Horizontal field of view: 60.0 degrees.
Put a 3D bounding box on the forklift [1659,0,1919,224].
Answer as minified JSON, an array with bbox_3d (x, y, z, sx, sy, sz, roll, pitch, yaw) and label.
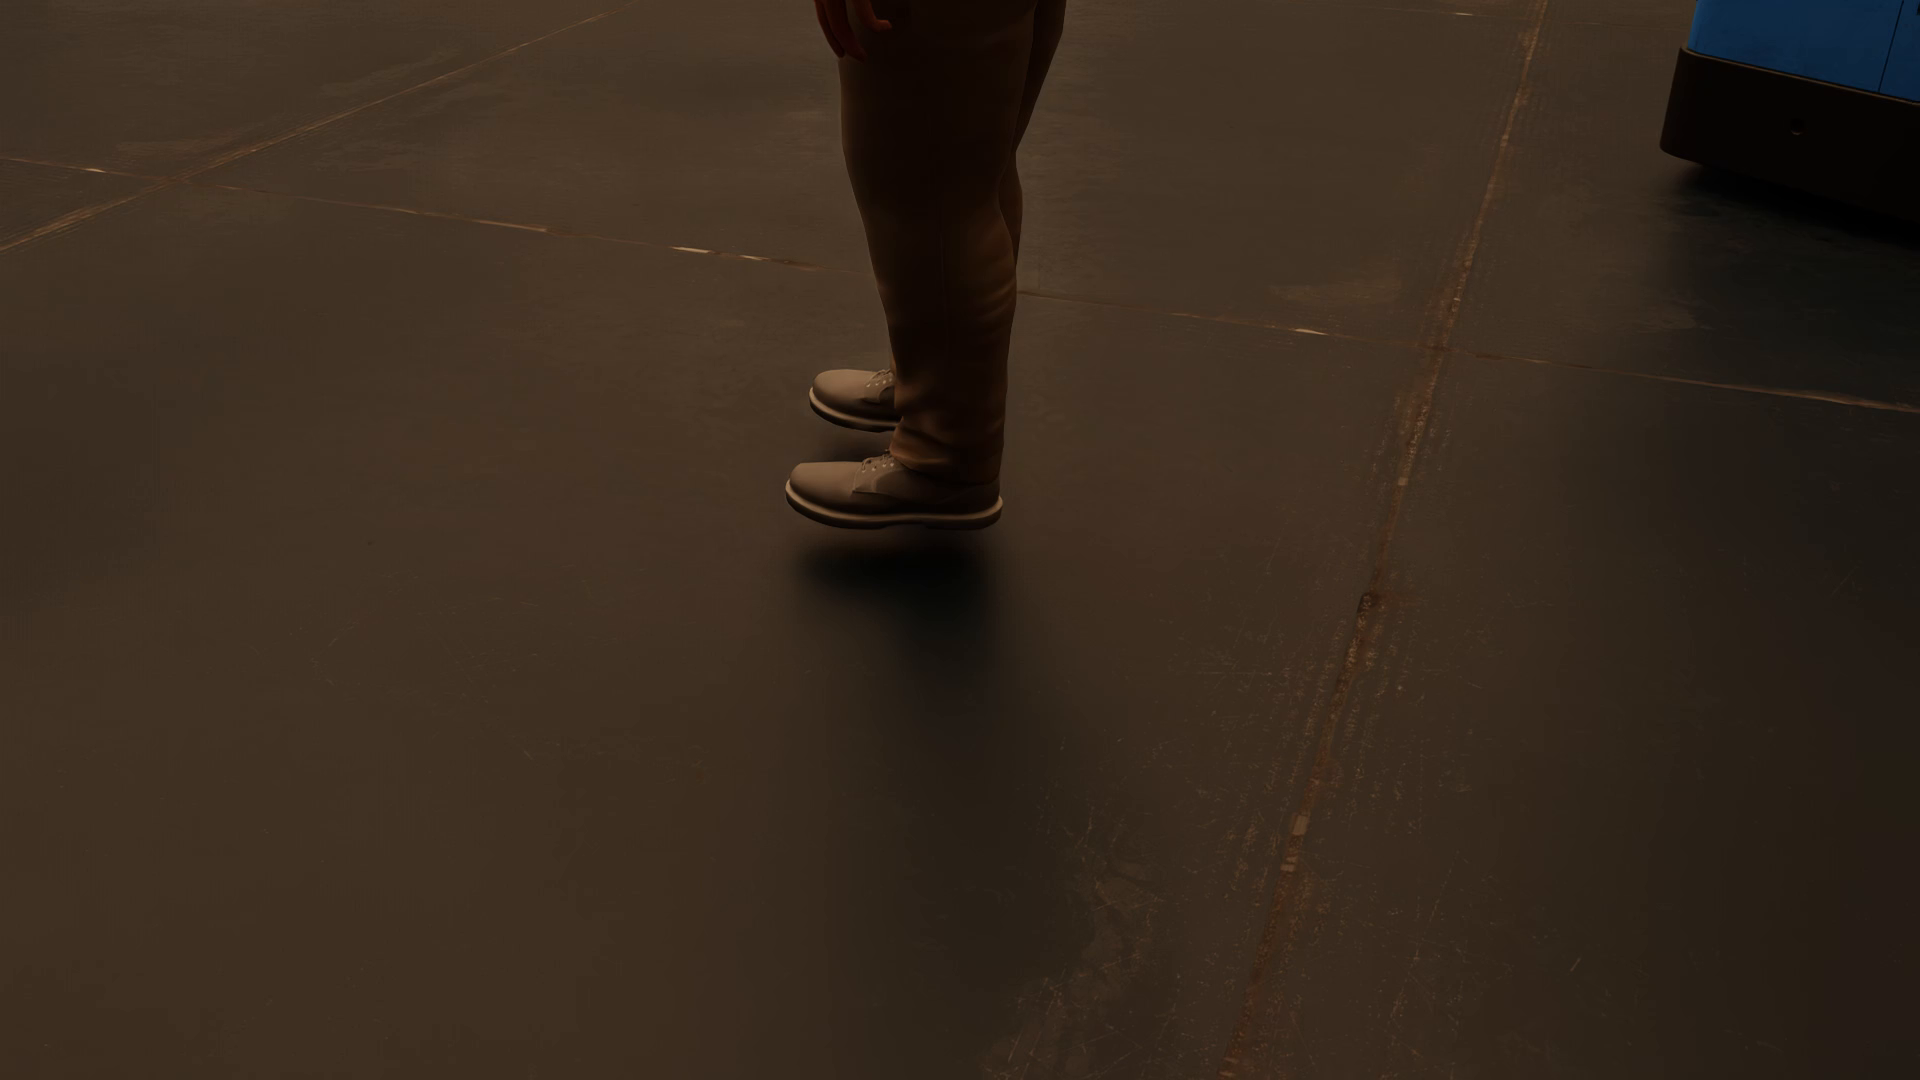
[{"bbox_3d":[3.198,-2.375,3.719,3.031,2.935,1.130,-19,35,-30],"label":"forklift"}]

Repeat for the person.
[{"bbox_3d":[-0.080,-0.815,2.087,0.550,1.727,0.641,10,31,18],"label":"person"}]
